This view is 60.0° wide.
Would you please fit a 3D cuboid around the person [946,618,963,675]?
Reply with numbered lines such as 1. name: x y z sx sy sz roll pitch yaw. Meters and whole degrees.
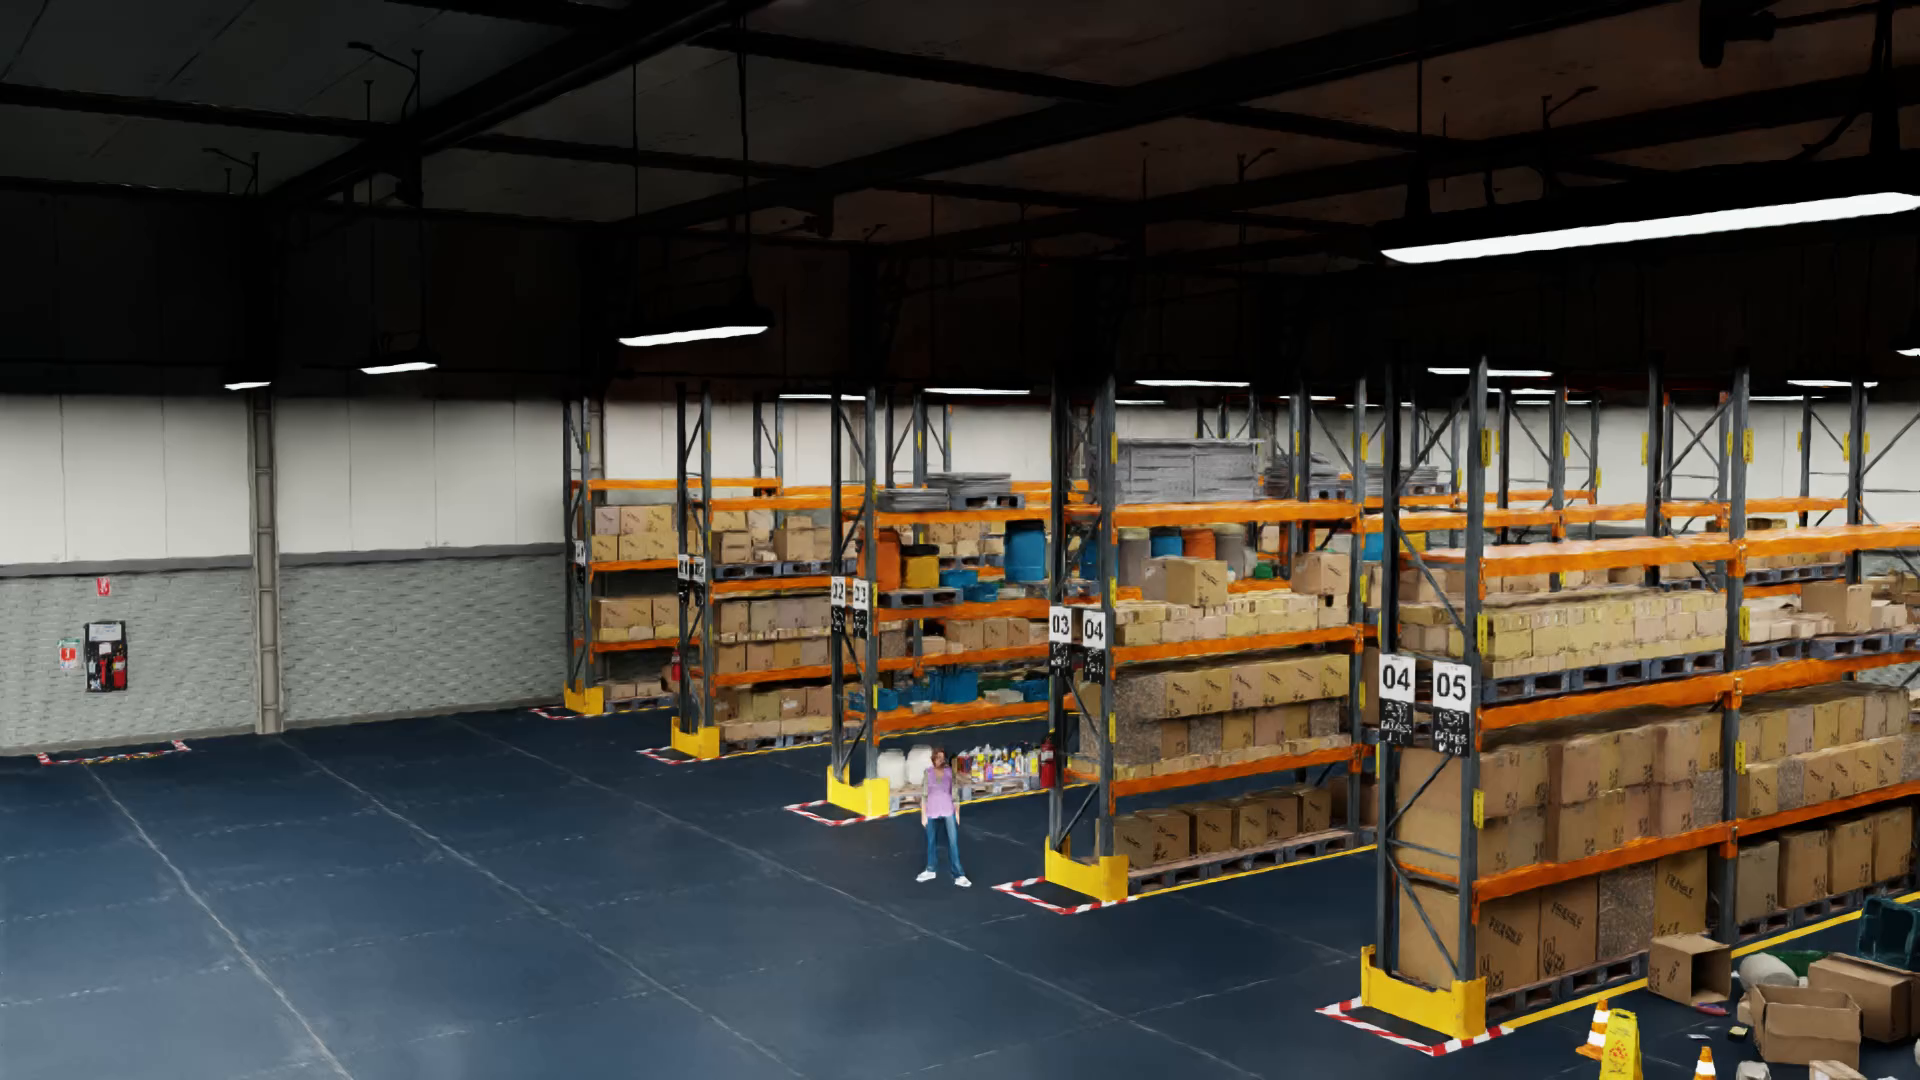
1. person: -0.111 2.301 31.964 0.394 1.599 0.472 1 4 21

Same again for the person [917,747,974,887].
1. person: -0.173 3.141 18.973 0.638 1.583 0.573 0 4 -2
